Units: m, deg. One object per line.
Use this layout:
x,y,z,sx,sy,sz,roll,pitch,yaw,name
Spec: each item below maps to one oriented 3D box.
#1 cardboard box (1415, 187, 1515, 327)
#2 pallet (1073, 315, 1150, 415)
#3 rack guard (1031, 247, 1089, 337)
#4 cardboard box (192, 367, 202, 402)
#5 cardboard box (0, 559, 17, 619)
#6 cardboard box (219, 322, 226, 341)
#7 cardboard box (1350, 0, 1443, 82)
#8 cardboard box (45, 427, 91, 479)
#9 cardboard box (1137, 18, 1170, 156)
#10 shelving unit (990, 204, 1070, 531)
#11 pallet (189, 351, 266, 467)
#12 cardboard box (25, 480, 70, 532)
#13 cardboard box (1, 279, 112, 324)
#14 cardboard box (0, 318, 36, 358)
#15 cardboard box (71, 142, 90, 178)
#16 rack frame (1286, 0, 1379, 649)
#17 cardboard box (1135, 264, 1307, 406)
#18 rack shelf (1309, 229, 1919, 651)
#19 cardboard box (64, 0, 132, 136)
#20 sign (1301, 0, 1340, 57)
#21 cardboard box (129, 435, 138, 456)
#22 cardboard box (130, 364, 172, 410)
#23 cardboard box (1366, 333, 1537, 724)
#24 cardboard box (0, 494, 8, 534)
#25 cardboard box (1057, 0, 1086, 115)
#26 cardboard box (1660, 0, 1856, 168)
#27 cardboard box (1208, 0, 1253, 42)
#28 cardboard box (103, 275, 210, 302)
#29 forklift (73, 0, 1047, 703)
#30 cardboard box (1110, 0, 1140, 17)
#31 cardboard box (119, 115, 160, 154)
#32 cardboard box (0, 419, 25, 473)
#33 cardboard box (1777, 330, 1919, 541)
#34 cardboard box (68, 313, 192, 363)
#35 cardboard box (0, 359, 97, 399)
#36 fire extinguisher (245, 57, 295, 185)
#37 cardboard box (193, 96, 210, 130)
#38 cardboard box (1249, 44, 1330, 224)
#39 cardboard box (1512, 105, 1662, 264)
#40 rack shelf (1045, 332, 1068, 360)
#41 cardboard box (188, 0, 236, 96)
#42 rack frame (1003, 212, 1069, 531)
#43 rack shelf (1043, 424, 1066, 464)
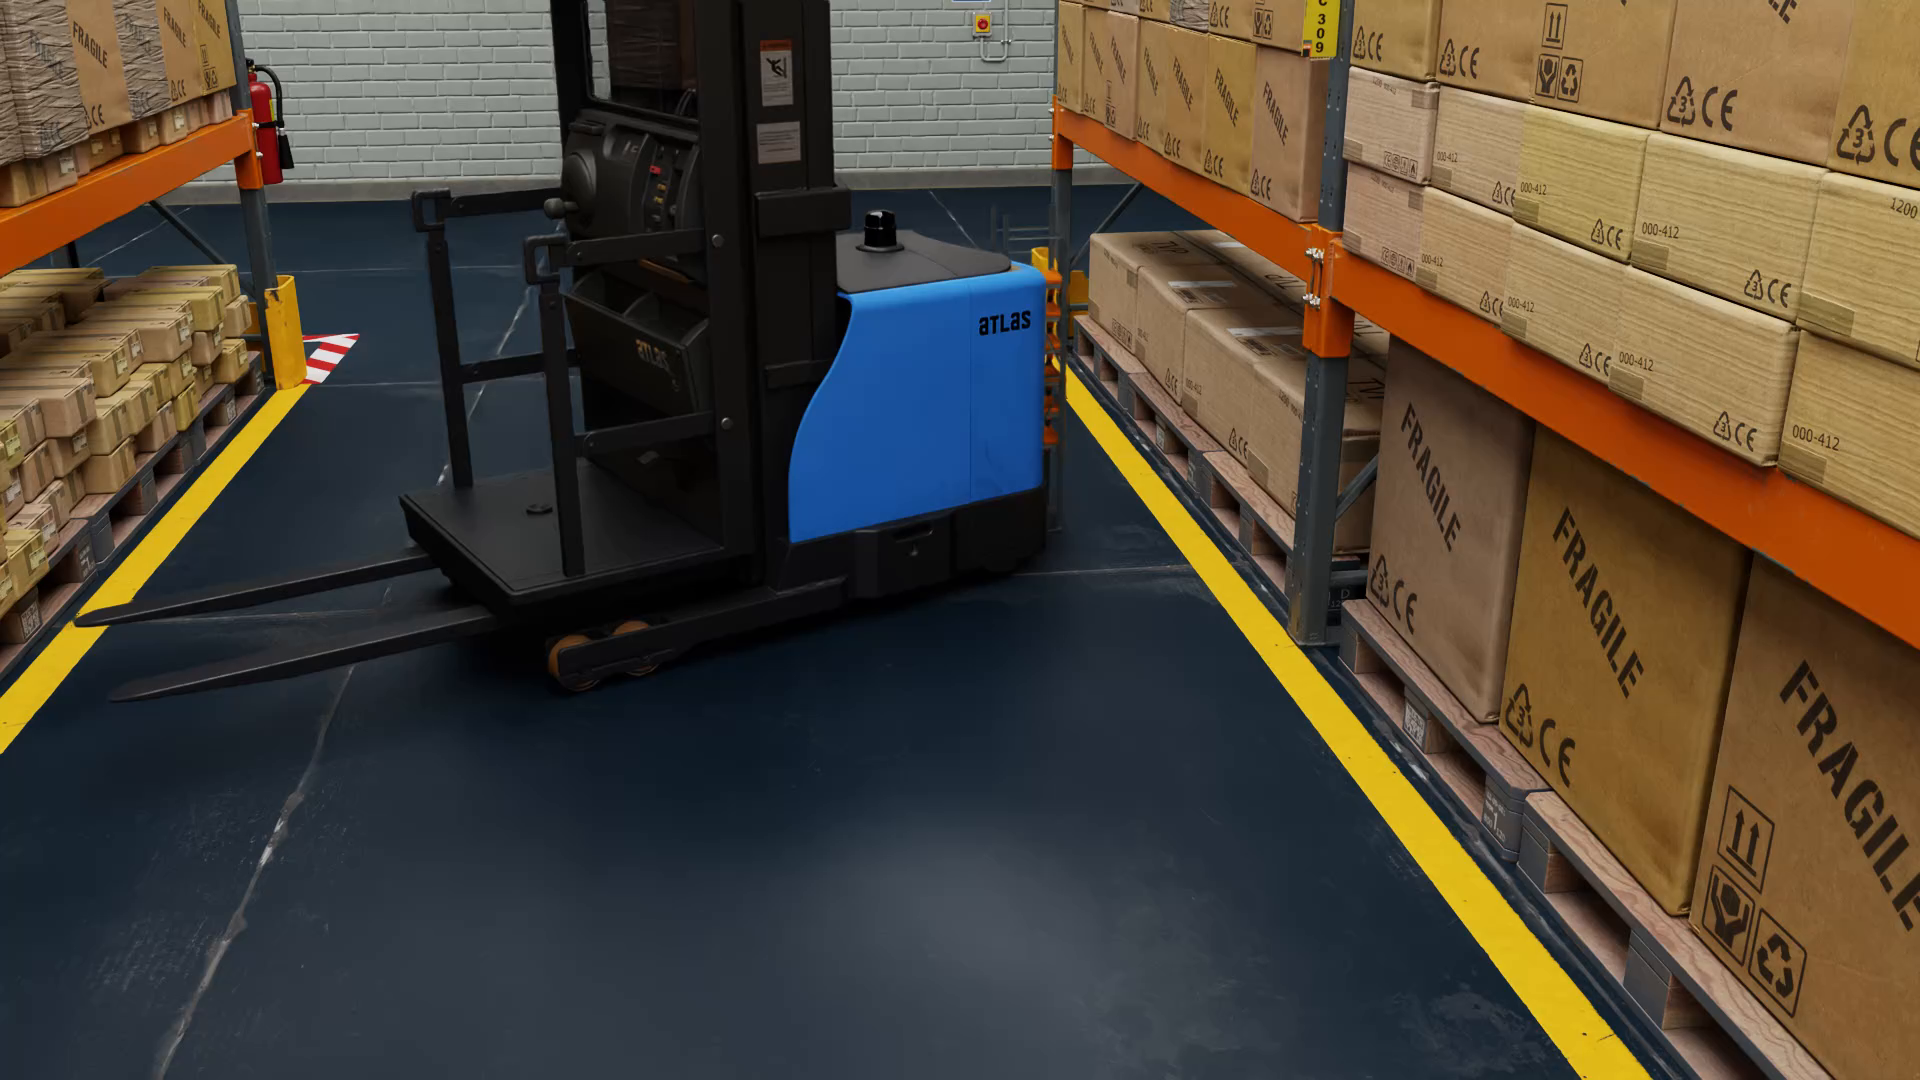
1.442,-0.690,3.990,0.500,0.250,0.500,-3,21,-9,cardboard box
1.179,-0.910,8.352,1.003,0.211,1.213,-3,21,-8,pallet
0.983,-1.327,9.055,1.175,0.500,0.348,-3,21,-8,rack guard
-3.476,-0.630,7.090,0.380,0.149,0.250,-3,21,-7,cardboard box
-3.055,0.176,4.931,0.380,0.149,0.250,-4,21,-10,cardboard box
-3.554,-0.944,7.506,0.380,0.149,0.250,-3,21,-9,cardboard box
1.342,-1.453,4.248,0.500,0.500,0.500,-3,21,-7,cardboard box
-3.305,-0.318,5.830,0.380,0.149,0.250,-2,21,-5,cardboard box
1.016,-1.833,6.693,0.500,0.500,0.500,-2,21,-6,cardboard box
0.249,-0.621,6.165,0.258,1.200,0.189,-5,21,-12,shelving unit
-3.804,-0.589,7.493,1.003,0.211,1.213,-3,21,-8,pallet
-3.267,-0.085,5.630,0.380,0.149,0.250,-3,21,-9,cardboard box
-3.999,-1.057,7.383,0.380,0.149,0.250,-3,21,-7,cardboard box
-3.941,-0.785,6.655,0.380,0.149,0.250,-2,21,-6,cardboard box
-3.360,-1.361,5.932,0.380,0.149,0.250,-2,21,-6,cardboard box
1.563,-1.105,4.887,1.000,3.000,0.127,-3,21,-8,rack frame
1.321,-0.946,7.524,0.875,0.438,0.875,-2,21,-6,cardboard box
1.852,-0.075,3.159,1.077,0.370,4.000,-3,21,-8,rack shelf
-3.364,-1.722,5.971,0.500,0.500,0.500,-2,21,-5,cardboard box
1.014,-1.519,4.645,0.100,0.325,0.005,-3,21,-8,sign
-3.396,-0.358,6.362,0.380,0.149,0.250,-2,21,-6,cardboard box
-3.356,-0.589,6.556,0.380,0.149,0.250,-2,21,-5,cardboard box
1.732,-0.096,4.621,0.875,0.875,0.875,-2,21,-6,cardboard box
-3.181,-0.045,5.100,0.380,0.149,0.250,-3,21,-7,cardboard box
0.772,-2.356,8.094,0.500,0.500,0.500,-3,21,-8,cardboard box
1.594,-0.926,2.836,0.500,0.500,0.500,-3,21,-9,cardboard box
1.157,-1.946,5.566,0.500,0.500,0.500,-3,21,-9,cardboard box
-3.591,-1.085,7.457,0.380,0.149,0.250,-3,21,-7,cardboard box
-1.198,-1.129,5.049,3.031,2.935,1.130,-13,24,-32,forklift
0.937,-2.468,6.965,0.500,0.500,0.500,-3,21,-8,cardboard box
-3.452,-1.635,6.665,0.380,0.149,0.250,-4,21,-10,cardboard box
-3.231,-0.273,5.285,0.380,0.149,0.250,-3,21,-9,cardboard box
1.664,-0.163,2.579,0.500,0.250,0.500,-3,21,-8,cardboard box
-3.359,-0.818,6.744,0.380,0.149,0.250,-2,21,-6,cardboard box
-3.368,-0.545,6.012,0.380,0.149,0.250,-4,21,-10,cardboard box
-3.477,-2.105,8.208,0.296,0.674,0.183,-3,21,-8,fire extinguisher
-3.572,-1.901,7.377,0.380,0.149,0.250,-3,21,-8,cardboard box
1.243,-1.299,5.265,0.500,0.500,0.500,-3,21,-7,cardboard box
1.497,-0.747,3.429,0.500,0.250,0.500,-3,21,-7,cardboard box
0.249,-0.692,6.139,0.258,0.103,0.180,-5,21,-12,rack shelf
-3.578,-2.249,7.382,0.500,0.500,0.500,-2,21,-7,cardboard box
0.270,-0.590,6.082,0.240,1.200,0.006,-5,21,-12,rack frame
0.249,-0.355,6.265,0.258,0.103,0.180,-5,21,-12,rack shelf
